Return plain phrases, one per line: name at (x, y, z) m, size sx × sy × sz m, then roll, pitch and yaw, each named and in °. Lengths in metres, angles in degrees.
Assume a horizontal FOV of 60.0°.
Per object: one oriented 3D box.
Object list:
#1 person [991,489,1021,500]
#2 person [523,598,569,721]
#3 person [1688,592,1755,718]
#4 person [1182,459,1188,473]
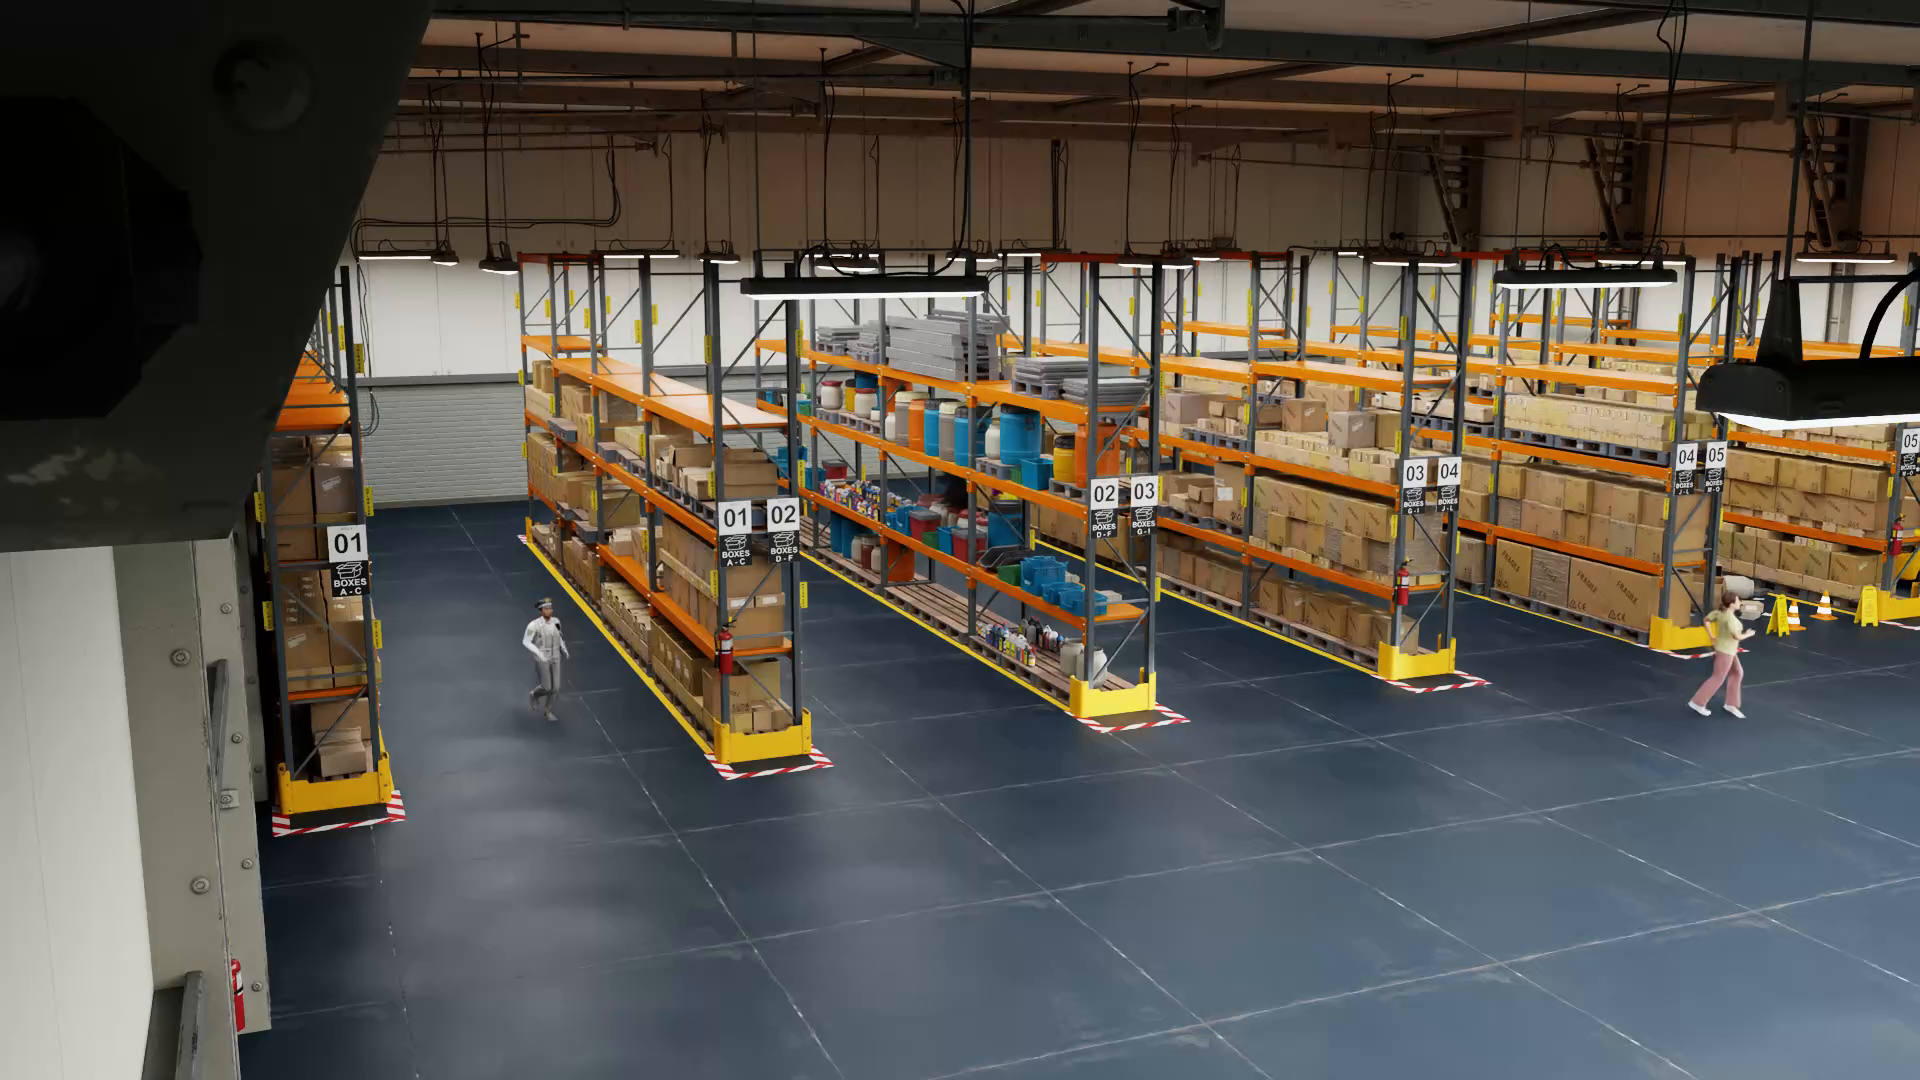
person at (0.950, -0.605, 33.521) m, size 0.726 × 1.754 × 0.955 m, roll -5°, pitch 12°, yaw -26°
person at (-5.454, 1.557, 21.938) m, size 0.543 × 1.652 × 0.601 m, roll 10°, pitch 14°, yaw 44°
person at (10.081, 1.532, 21.995) m, size 0.758 × 1.731 × 0.591 m, roll 2°, pitch 11°, yaw 11°
person at (5.571, -2.079, 41.604) m, size 0.859 × 1.713 × 0.654 m, roll 4°, pitch 11°, yaw 23°
